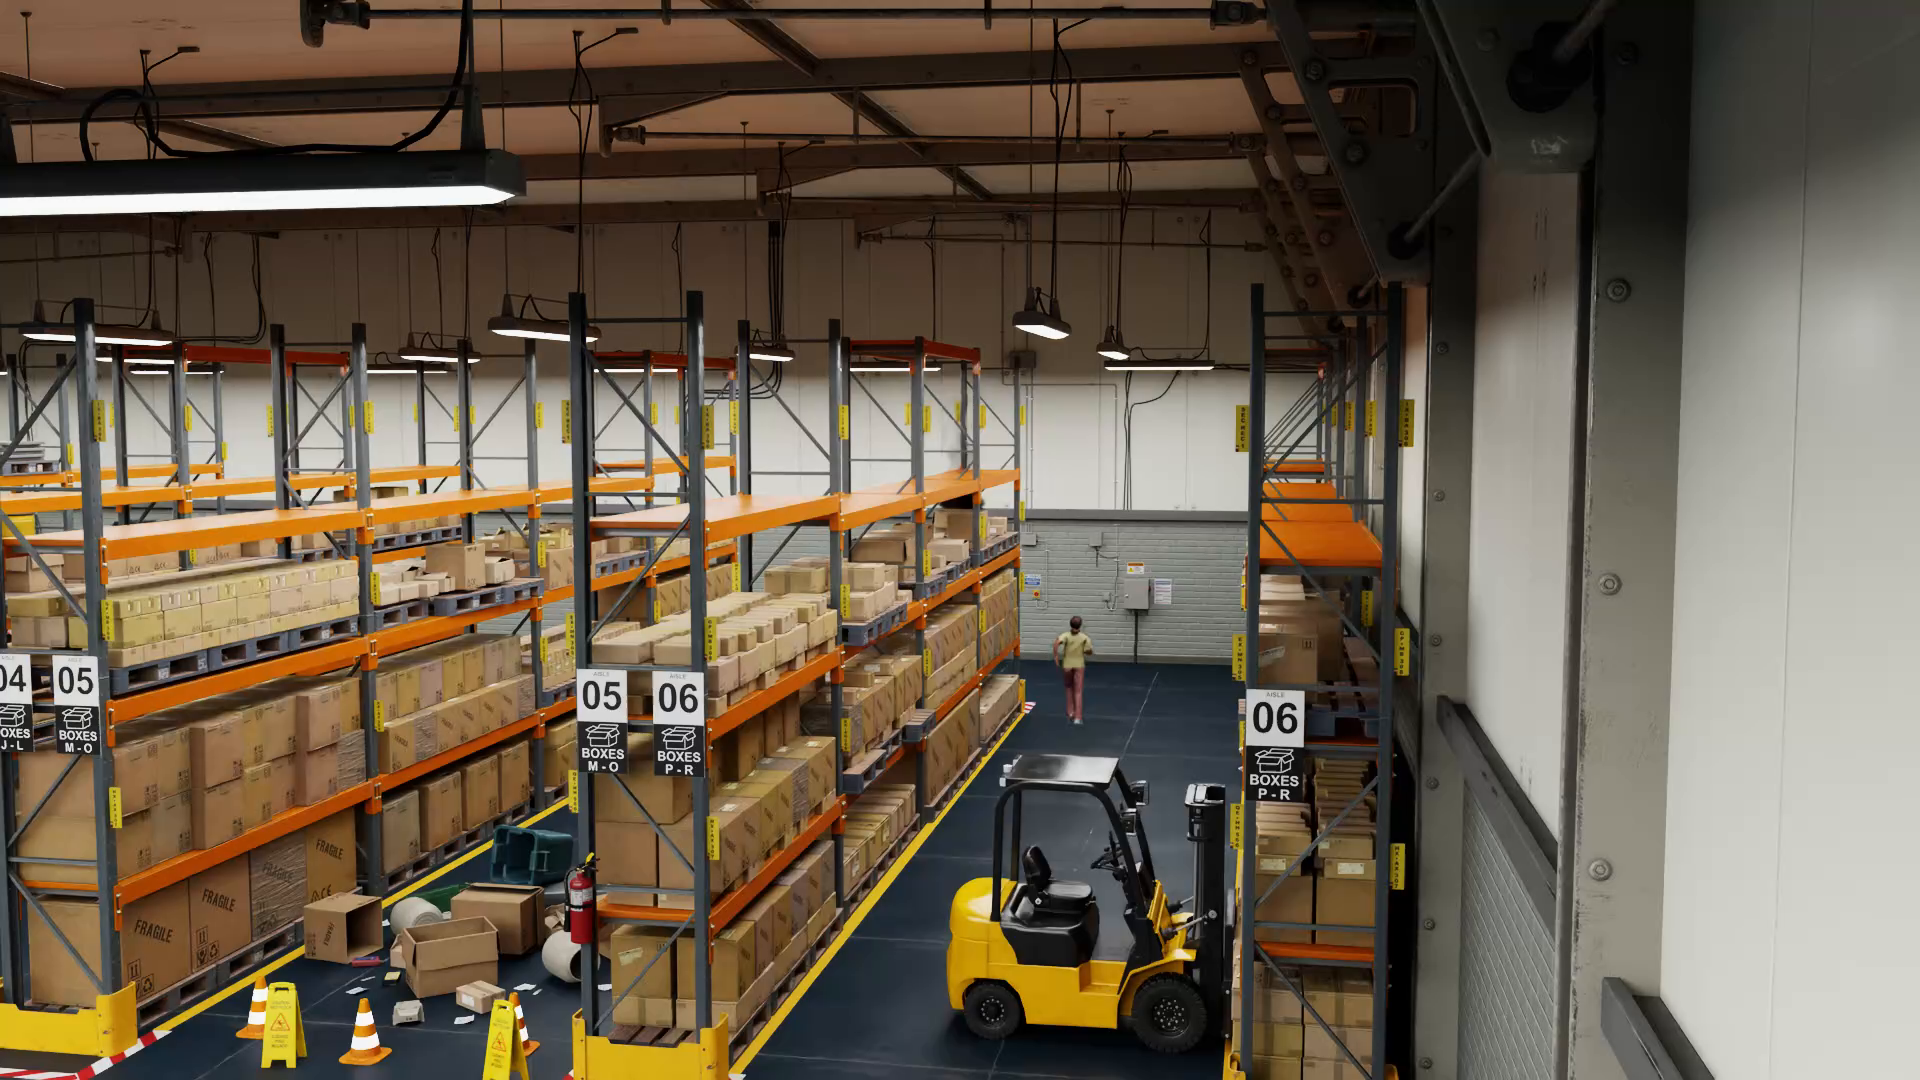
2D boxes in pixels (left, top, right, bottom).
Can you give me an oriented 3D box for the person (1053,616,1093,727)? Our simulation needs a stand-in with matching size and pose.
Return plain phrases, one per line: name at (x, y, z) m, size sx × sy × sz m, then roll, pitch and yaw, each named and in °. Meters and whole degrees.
person at (1.723, 2.032, 25.321) m, size 0.580 × 1.751 × 0.811 m, roll 1°, pitch 5°, yaw 9°
